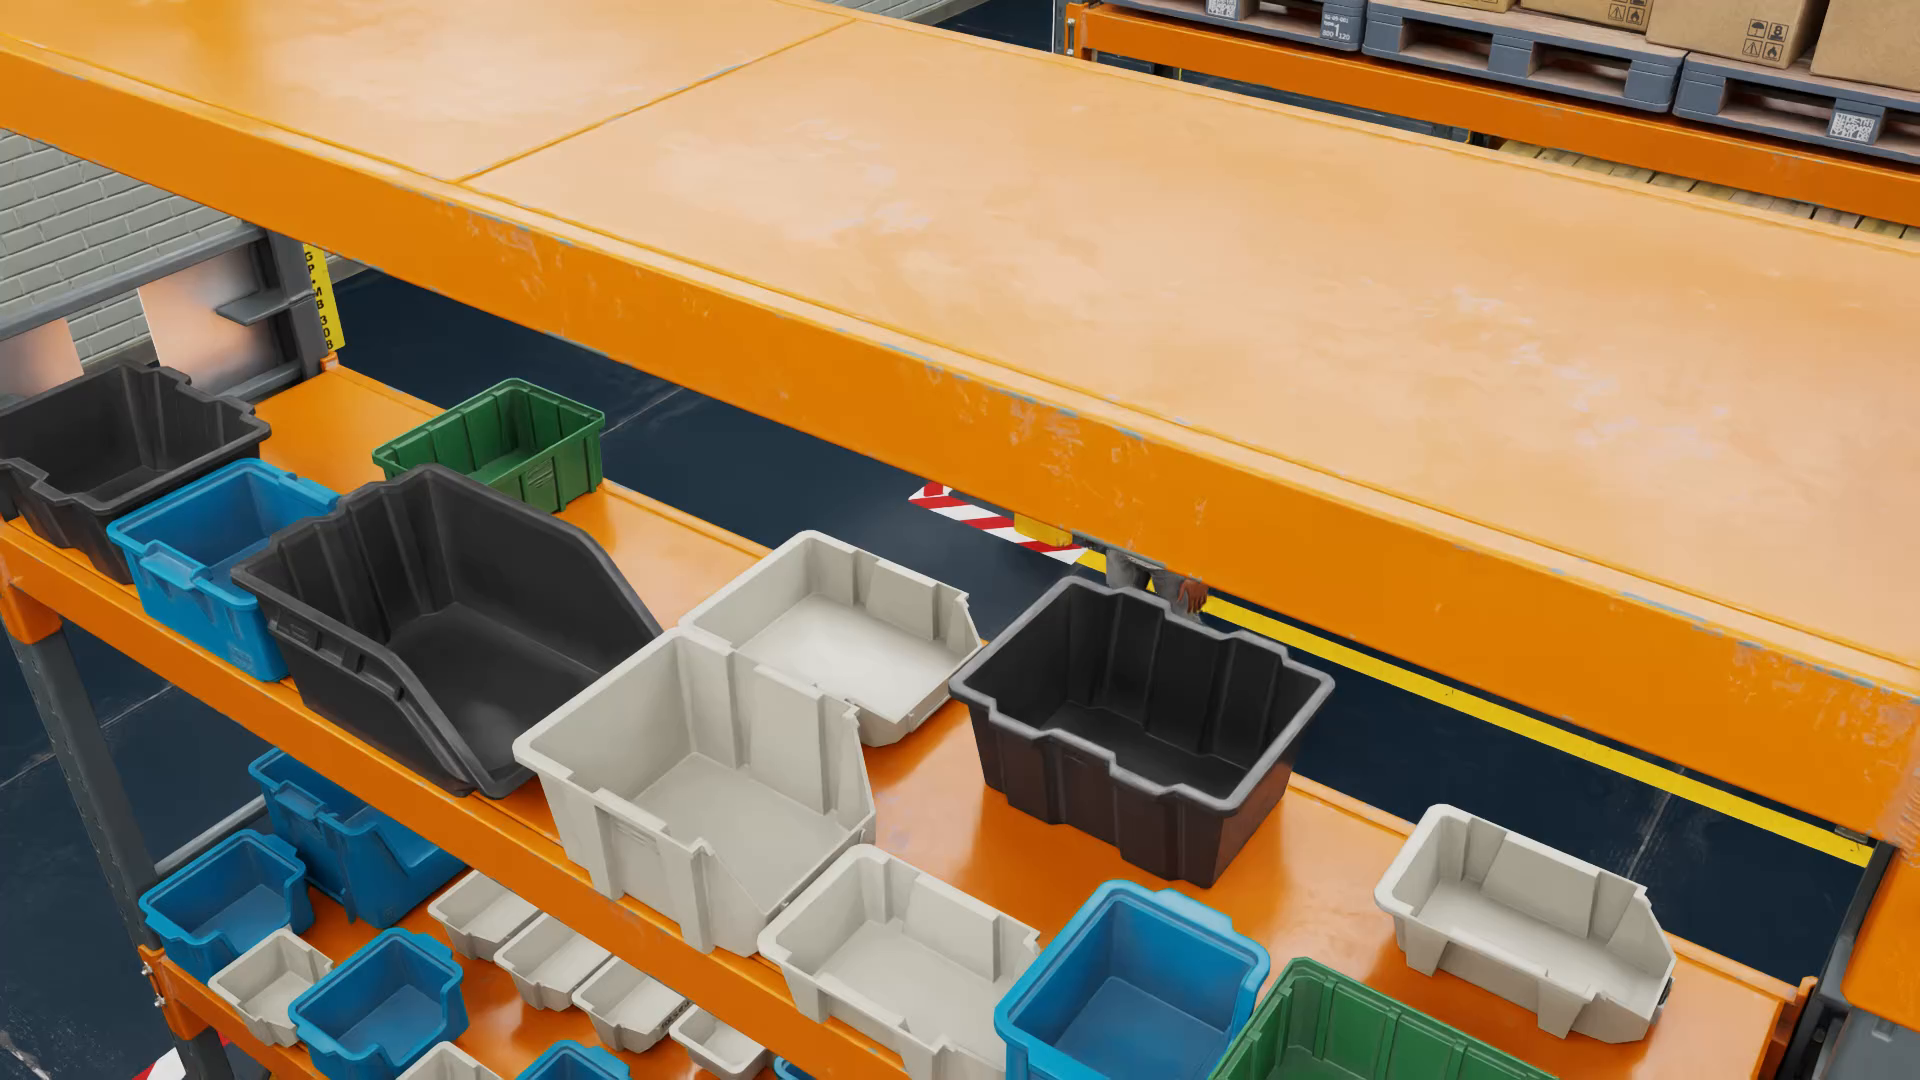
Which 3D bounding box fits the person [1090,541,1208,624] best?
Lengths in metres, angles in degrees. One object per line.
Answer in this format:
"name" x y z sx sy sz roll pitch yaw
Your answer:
"person" 0.849 0.026 7.252 0.573 1.766 0.736 -29 44 -35
